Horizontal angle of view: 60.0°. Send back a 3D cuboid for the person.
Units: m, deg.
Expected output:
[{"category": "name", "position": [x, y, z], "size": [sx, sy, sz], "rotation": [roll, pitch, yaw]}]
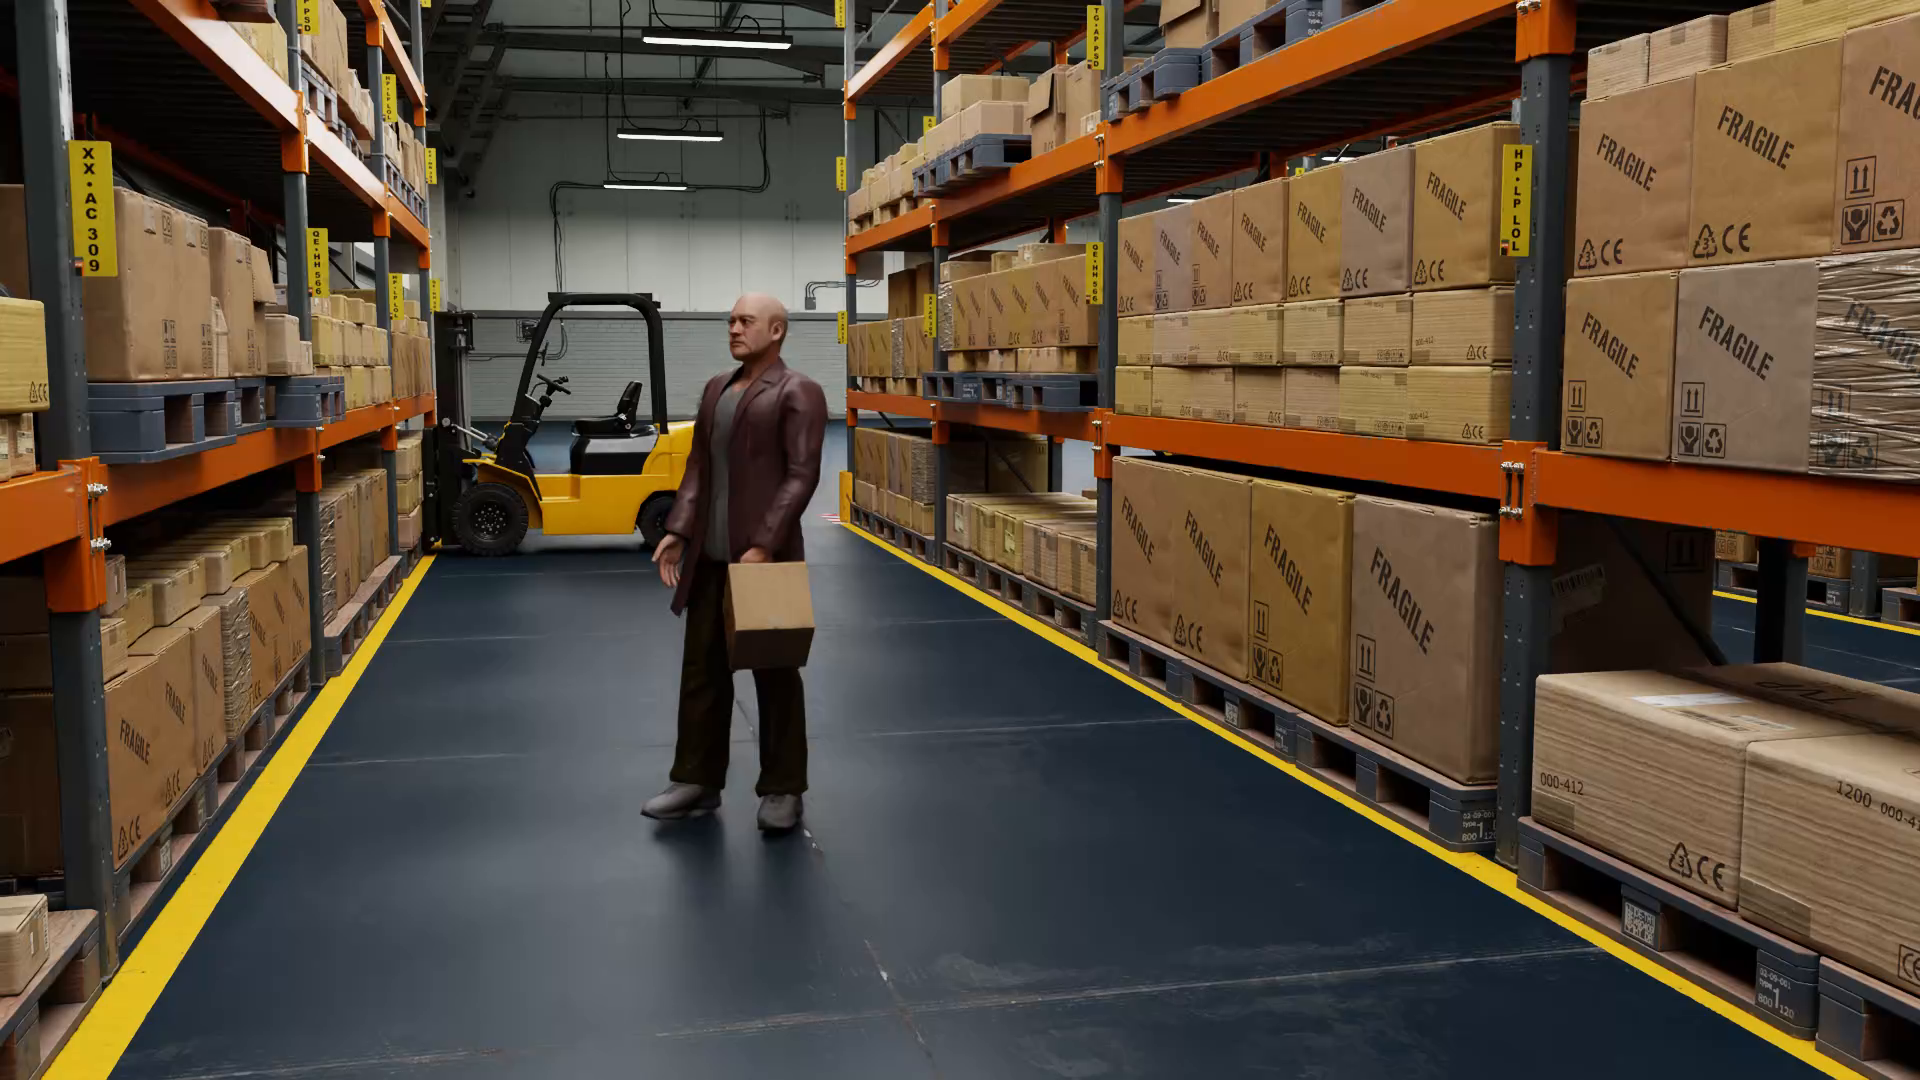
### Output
[{"category": "person", "position": [-0.769, 0.066, 5.564], "size": [0.577, 1.786, 0.536], "rotation": [5, 8, 38]}]
